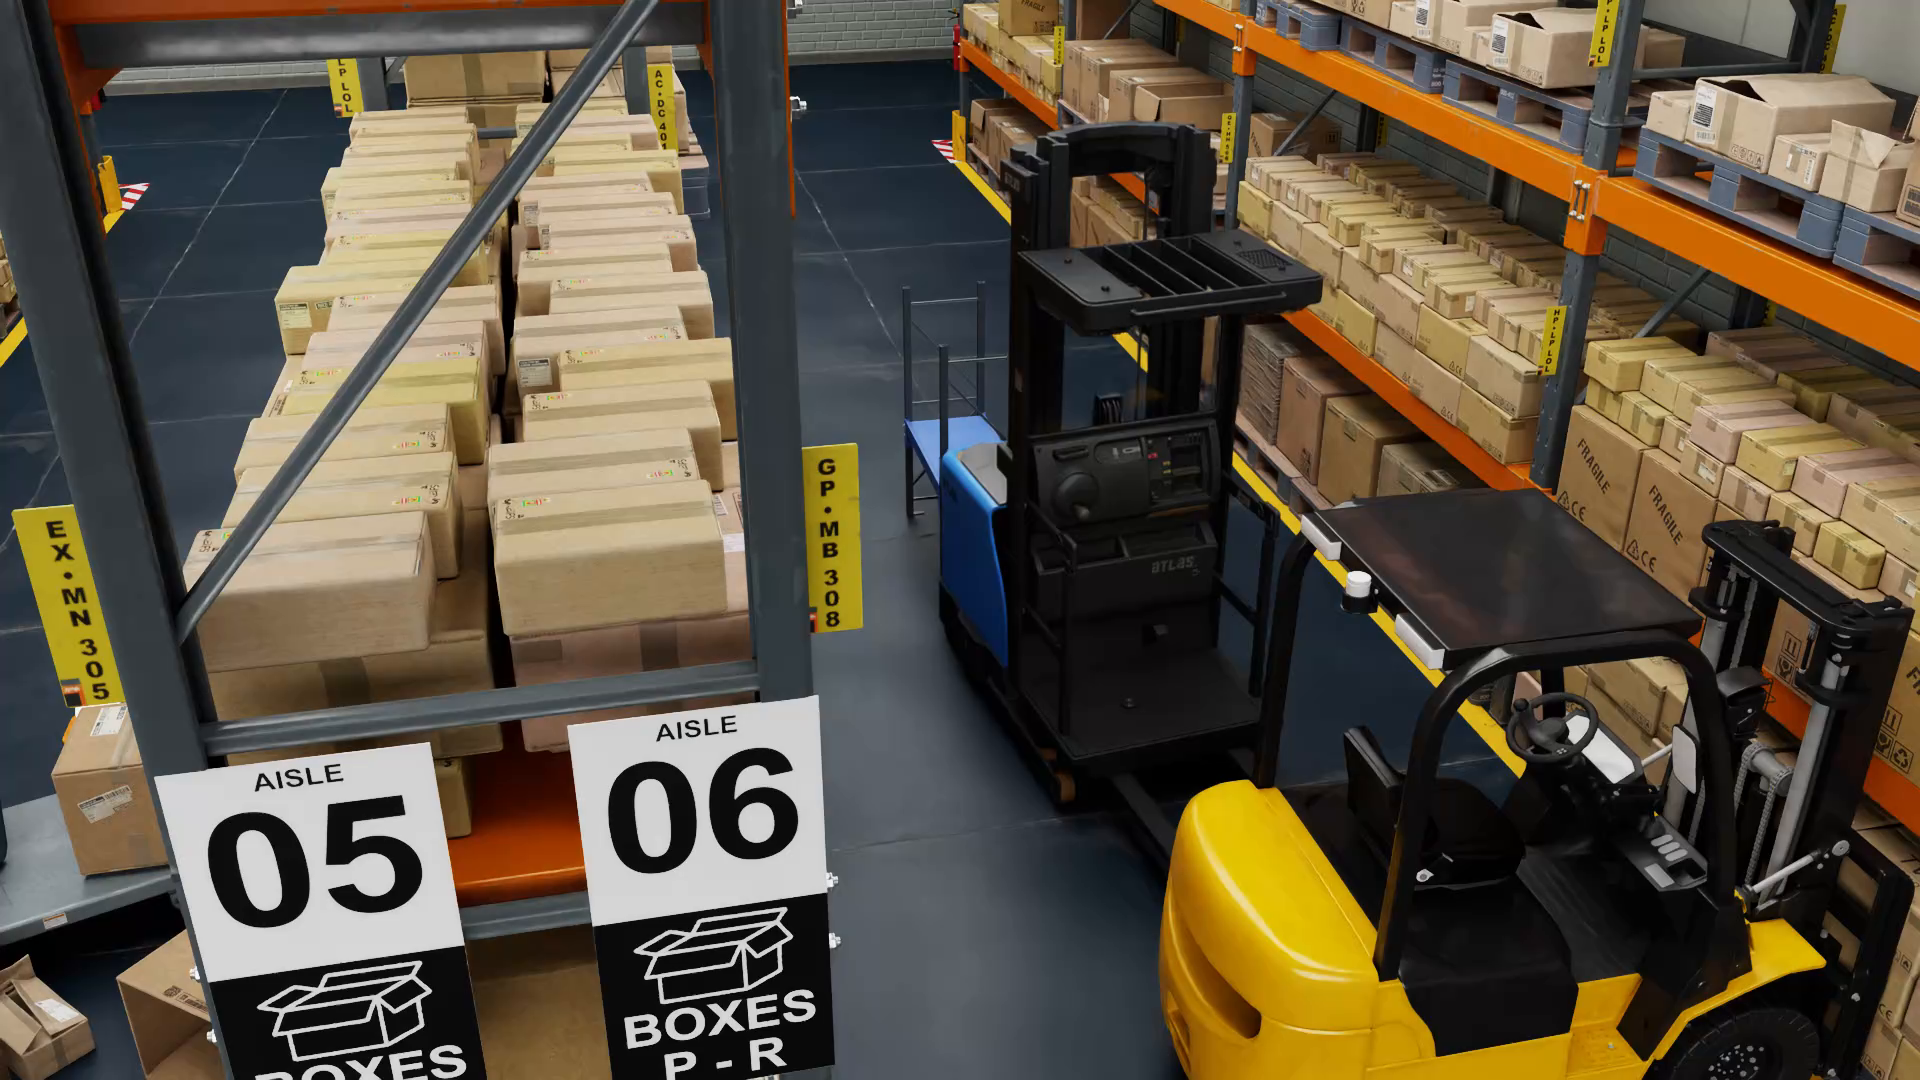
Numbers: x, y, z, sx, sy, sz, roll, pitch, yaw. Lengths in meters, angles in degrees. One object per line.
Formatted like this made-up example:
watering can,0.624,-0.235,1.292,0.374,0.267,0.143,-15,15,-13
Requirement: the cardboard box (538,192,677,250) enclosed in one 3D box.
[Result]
cardboard box,-0.994,-0.873,4.716,0.380,0.149,0.250,-6,27,-11

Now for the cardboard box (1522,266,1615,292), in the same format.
cardboard box,3.186,-1.329,8.723,0.380,0.149,0.250,-6,27,-12

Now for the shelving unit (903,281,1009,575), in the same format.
shelving unit,0.019,-0.632,9.838,0.538,1.500,1.048,-6,27,-12

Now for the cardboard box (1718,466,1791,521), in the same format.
cardboard box,3.201,-0.187,6.461,0.380,0.149,0.250,-6,27,-12

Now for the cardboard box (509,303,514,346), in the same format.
cardboard box,-1.620,-0.703,5.264,0.380,0.149,0.250,-5,27,-10

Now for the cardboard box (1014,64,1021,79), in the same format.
cardboard box,0.747,-4.669,16.450,0.380,0.149,0.250,-6,27,-12

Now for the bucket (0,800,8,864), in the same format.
bucket,-4.160,1.186,6.518,0.726,0.611,0.620,3,17,6

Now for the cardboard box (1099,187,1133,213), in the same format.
cardboard box,1.424,-2.939,14.332,0.380,0.149,0.250,-7,28,-14

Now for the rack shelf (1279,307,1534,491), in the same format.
rack shelf,2.748,-1.032,9.765,1.077,0.370,4.000,-6,27,-12

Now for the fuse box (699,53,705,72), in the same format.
fuse box,-3.555,-7.285,22.784,0.539,1.711,0.414,-6,27,-12

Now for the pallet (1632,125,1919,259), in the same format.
pallet,3.416,-1.403,6.471,1.003,0.211,1.213,-6,27,-12

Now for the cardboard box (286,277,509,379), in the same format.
cardboard box,-1.463,-0.486,4.391,0.500,0.250,0.500,-6,27,-11

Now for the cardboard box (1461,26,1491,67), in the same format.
cardboard box,2.655,-2.387,8.022,0.380,0.149,0.250,-6,27,-12

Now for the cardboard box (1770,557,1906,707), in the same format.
cardboard box,3.386,0.373,6.071,0.500,0.500,0.500,-6,27,-11

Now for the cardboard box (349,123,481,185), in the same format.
cardboard box,-1.797,-1.270,5.503,0.380,0.149,0.250,-5,27,-10

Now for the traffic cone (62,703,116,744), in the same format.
traffic cone,-4.320,0.735,8.281,0.336,0.463,0.334,-6,27,-12

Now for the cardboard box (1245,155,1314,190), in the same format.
cardboard box,2.082,-2.396,10.837,0.380,0.149,0.250,-5,27,-10

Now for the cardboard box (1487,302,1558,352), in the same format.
cardboard box,2.829,-1.049,8.168,0.380,0.149,0.250,-6,27,-12

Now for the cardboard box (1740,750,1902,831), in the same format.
cardboard box,3.341,1.036,6.344,0.500,0.250,0.500,-7,28,-13

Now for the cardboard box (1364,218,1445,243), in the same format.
cardboard box,2.536,-1.726,9.510,0.380,0.149,0.250,-6,27,-12

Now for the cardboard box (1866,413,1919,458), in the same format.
cardboard box,3.810,-0.385,6.522,0.380,0.149,0.250,-6,27,-12

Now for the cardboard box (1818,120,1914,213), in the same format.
cardboard box,3.237,-1.304,5.749,0.396,0.266,0.258,-7,28,-13

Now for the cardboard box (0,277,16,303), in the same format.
cardboard box,-8.008,-2.042,13.665,0.380,0.149,0.250,-7,28,-14

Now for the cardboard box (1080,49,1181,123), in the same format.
cardboard box,1.403,-3.757,13.788,0.700,0.500,0.500,-6,27,-11

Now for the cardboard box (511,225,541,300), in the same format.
cardboard box,-1.059,-0.761,4.937,0.500,0.250,0.500,-6,27,-12

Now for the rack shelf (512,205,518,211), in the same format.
rack shelf,-2.087,-1.866,8.087,1.077,0.370,4.000,-6,27,-12

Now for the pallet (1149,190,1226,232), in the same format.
pallet,2.076,-2.436,11.961,1.213,0.211,1.003,-6,27,-12

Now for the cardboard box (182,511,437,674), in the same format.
cardboard box,-1.099,0.085,2.818,0.380,0.149,0.250,-6,27,-11

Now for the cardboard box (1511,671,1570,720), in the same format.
cardboard box,2.985,0.810,7.901,0.500,0.250,0.500,-6,27,-11

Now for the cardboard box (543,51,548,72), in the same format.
cardboard box,-2.167,-2.444,8.320,0.797,0.503,0.637,-6,27,-12

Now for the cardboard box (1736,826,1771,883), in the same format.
cardboard box,3.337,1.250,6.476,0.500,0.250,0.500,-6,27,-12

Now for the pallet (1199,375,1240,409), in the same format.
pallet,2.166,-1.318,12.628,1.003,0.211,1.213,-6,27,-12

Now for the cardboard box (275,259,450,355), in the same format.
cardboard box,-1.477,-0.585,4.145,0.380,0.149,0.250,-5,27,-10

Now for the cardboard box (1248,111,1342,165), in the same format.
cardboard box,2.333,-2.706,11.704,0.500,0.500,0.500,-5,27,-9

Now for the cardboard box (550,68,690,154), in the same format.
cardboard box,-1.378,-1.727,6.714,0.500,0.250,0.500,-7,28,-13

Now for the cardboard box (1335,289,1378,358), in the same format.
cardboard box,2.506,-1.270,9.605,0.500,0.250,0.500,-5,27,-10

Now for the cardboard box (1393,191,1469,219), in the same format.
cardboard box,2.841,-1.997,10.046,0.380,0.149,0.250,-6,27,-12

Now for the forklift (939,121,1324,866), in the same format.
forklift,0.856,-0.281,7.554,1.130,2.935,3.031,-9,28,-17

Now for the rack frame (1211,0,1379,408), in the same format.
rack frame,2.297,-2.232,11.342,1.000,3.000,0.127,-6,27,-12

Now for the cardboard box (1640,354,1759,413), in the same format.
cardboard box,3.146,-0.669,7.085,0.380,0.149,0.250,-6,27,-11

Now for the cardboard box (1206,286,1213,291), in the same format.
cardboard box,1.939,-1.784,12.043,0.380,0.149,0.250,-7,28,-14

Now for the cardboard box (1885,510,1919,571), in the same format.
cardboard box,3.463,0.005,5.751,0.380,0.149,0.250,-6,27,-11

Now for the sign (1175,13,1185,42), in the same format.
sign,1.936,-4.562,14.675,0.100,0.325,0.005,-6,27,-12

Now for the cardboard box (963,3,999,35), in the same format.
cardboard box,0.334,-5.583,17.818,0.500,0.250,0.500,-6,27,-11

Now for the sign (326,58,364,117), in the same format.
sign,-2.177,-1.658,5.866,0.100,0.325,0.005,-6,27,-12

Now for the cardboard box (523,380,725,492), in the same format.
cardboard box,-0.685,-0.199,3.379,0.380,0.149,0.250,-6,27,-12

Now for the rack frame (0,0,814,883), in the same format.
rack frame,-0.735,-0.892,2.031,1.000,3.000,0.127,-6,27,-12

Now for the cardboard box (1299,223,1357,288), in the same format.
cardboard box,2.371,-1.717,9.934,0.500,0.250,0.500,-7,28,-13

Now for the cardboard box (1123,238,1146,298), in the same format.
cardboard box,1.634,-2.143,13.476,0.500,0.500,0.500,-7,28,-13

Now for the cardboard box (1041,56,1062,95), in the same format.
cardboard box,1.043,-4.252,15.182,0.500,0.250,0.500,-5,27,-10

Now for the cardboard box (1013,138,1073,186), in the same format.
cardboard box,0.928,-3.702,16.564,0.700,0.500,0.500,-7,28,-14

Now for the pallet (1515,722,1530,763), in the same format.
pallet,3.337,1.123,7.791,1.003,0.211,1.213,-6,27,-12
